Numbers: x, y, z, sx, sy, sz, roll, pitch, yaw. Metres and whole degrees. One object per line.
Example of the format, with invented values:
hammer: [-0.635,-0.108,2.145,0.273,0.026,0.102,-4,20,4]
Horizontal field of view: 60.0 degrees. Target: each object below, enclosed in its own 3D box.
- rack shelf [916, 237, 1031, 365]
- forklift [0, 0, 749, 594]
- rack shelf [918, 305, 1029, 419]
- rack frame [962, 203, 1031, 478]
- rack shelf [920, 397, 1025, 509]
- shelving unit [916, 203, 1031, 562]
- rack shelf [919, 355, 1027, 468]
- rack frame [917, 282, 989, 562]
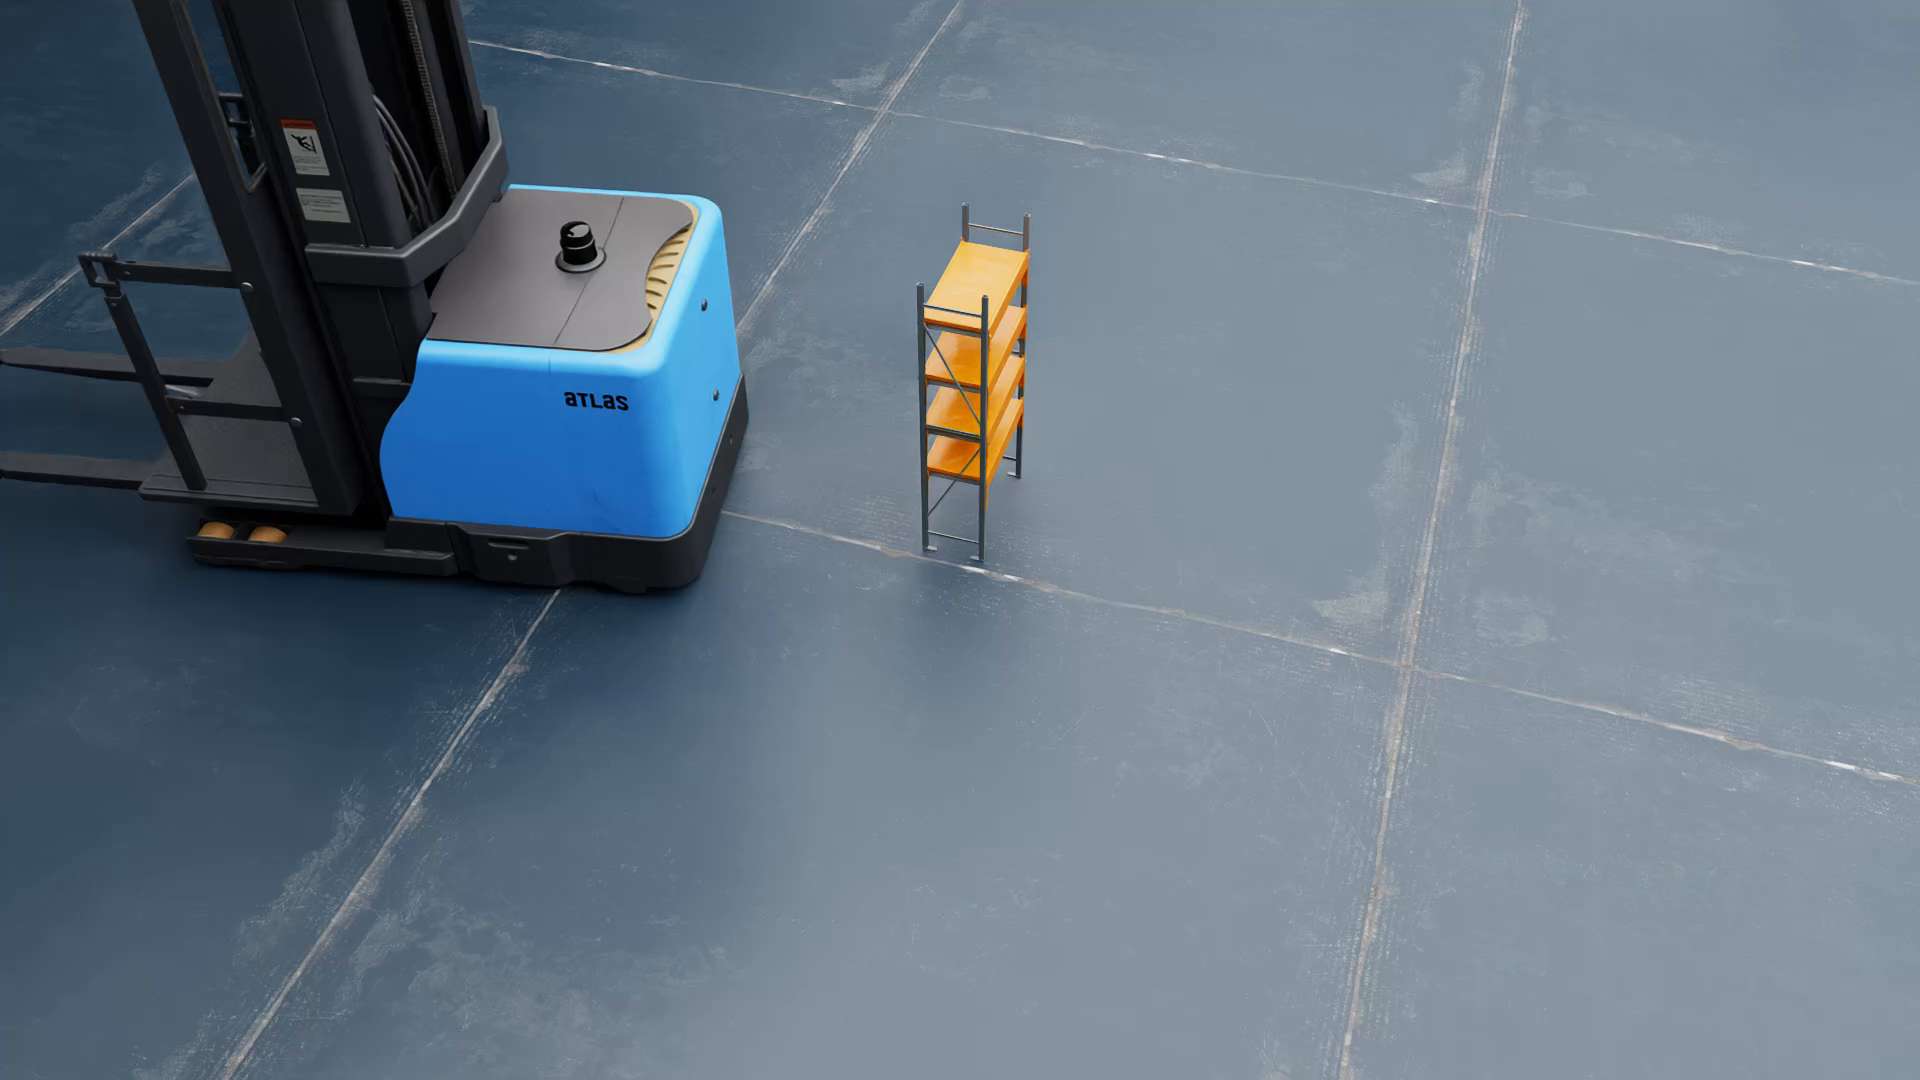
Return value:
rack shelf: [0.050,-0.820,5.668,0.258,0.148,0.480,13,46,13]
forklift: [-2.396,-1.299,5.482,3.031,2.935,1.130,5,45,5]
rack shelf: [0.050,-0.651,5.834,0.258,0.148,0.480,13,46,13]
rack frame: [0.124,-0.702,6.109,0.240,1.200,0.015,13,46,13]
rack shelf: [0.050,-0.349,6.129,0.258,0.148,0.480,13,46,13]
shelving unit: [0.050,-0.539,5.943,0.258,1.200,0.503,13,46,13]
rack shelf: [0.050,-0.491,5.990,0.258,0.148,0.480,13,46,13]
rack frame: [-0.024,-0.377,5.777,0.240,1.200,0.015,13,46,13]
